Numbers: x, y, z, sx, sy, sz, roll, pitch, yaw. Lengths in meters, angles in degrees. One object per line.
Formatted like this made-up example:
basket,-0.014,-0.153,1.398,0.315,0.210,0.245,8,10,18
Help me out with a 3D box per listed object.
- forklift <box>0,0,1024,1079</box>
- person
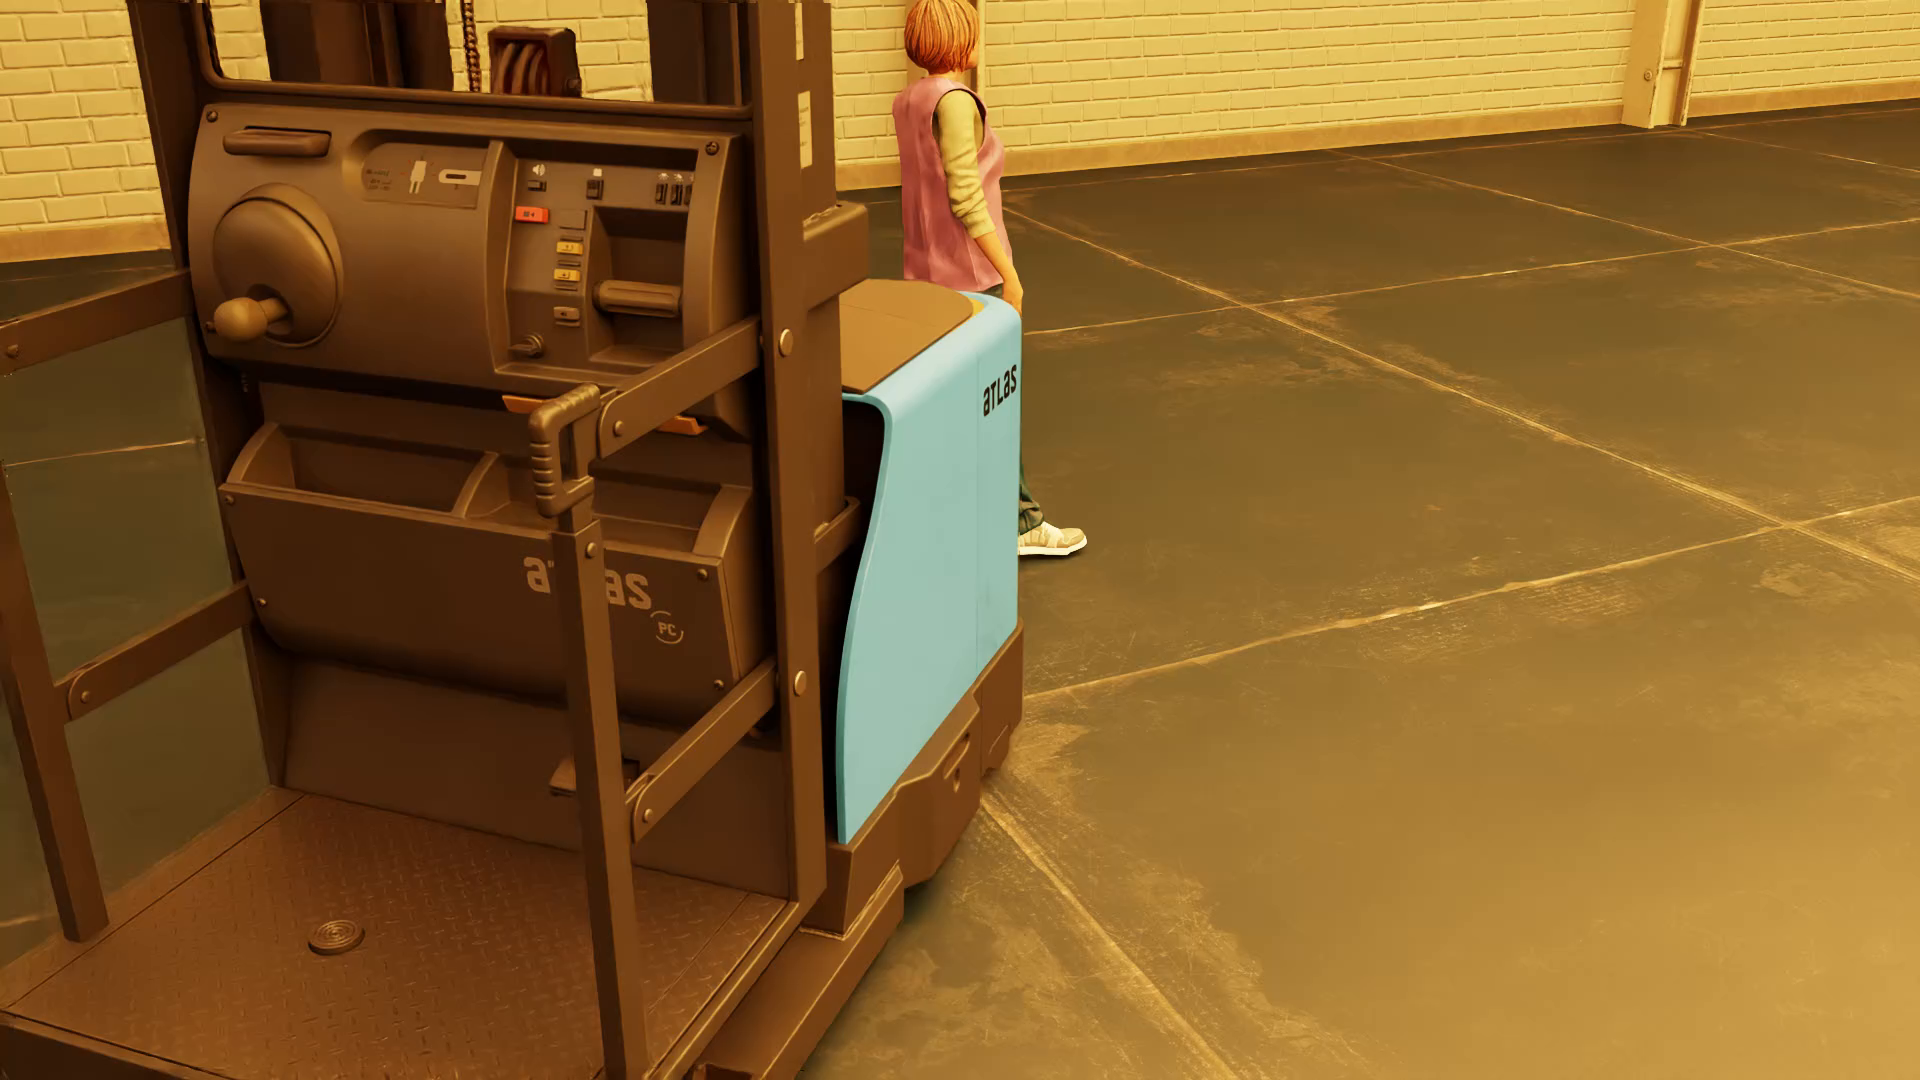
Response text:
forklift,-0.840,-0.424,2.306,1.130,2.935,3.031,8,24,19
person,0.073,-0.752,4.814,0.475,1.598,0.519,-10,25,-23
